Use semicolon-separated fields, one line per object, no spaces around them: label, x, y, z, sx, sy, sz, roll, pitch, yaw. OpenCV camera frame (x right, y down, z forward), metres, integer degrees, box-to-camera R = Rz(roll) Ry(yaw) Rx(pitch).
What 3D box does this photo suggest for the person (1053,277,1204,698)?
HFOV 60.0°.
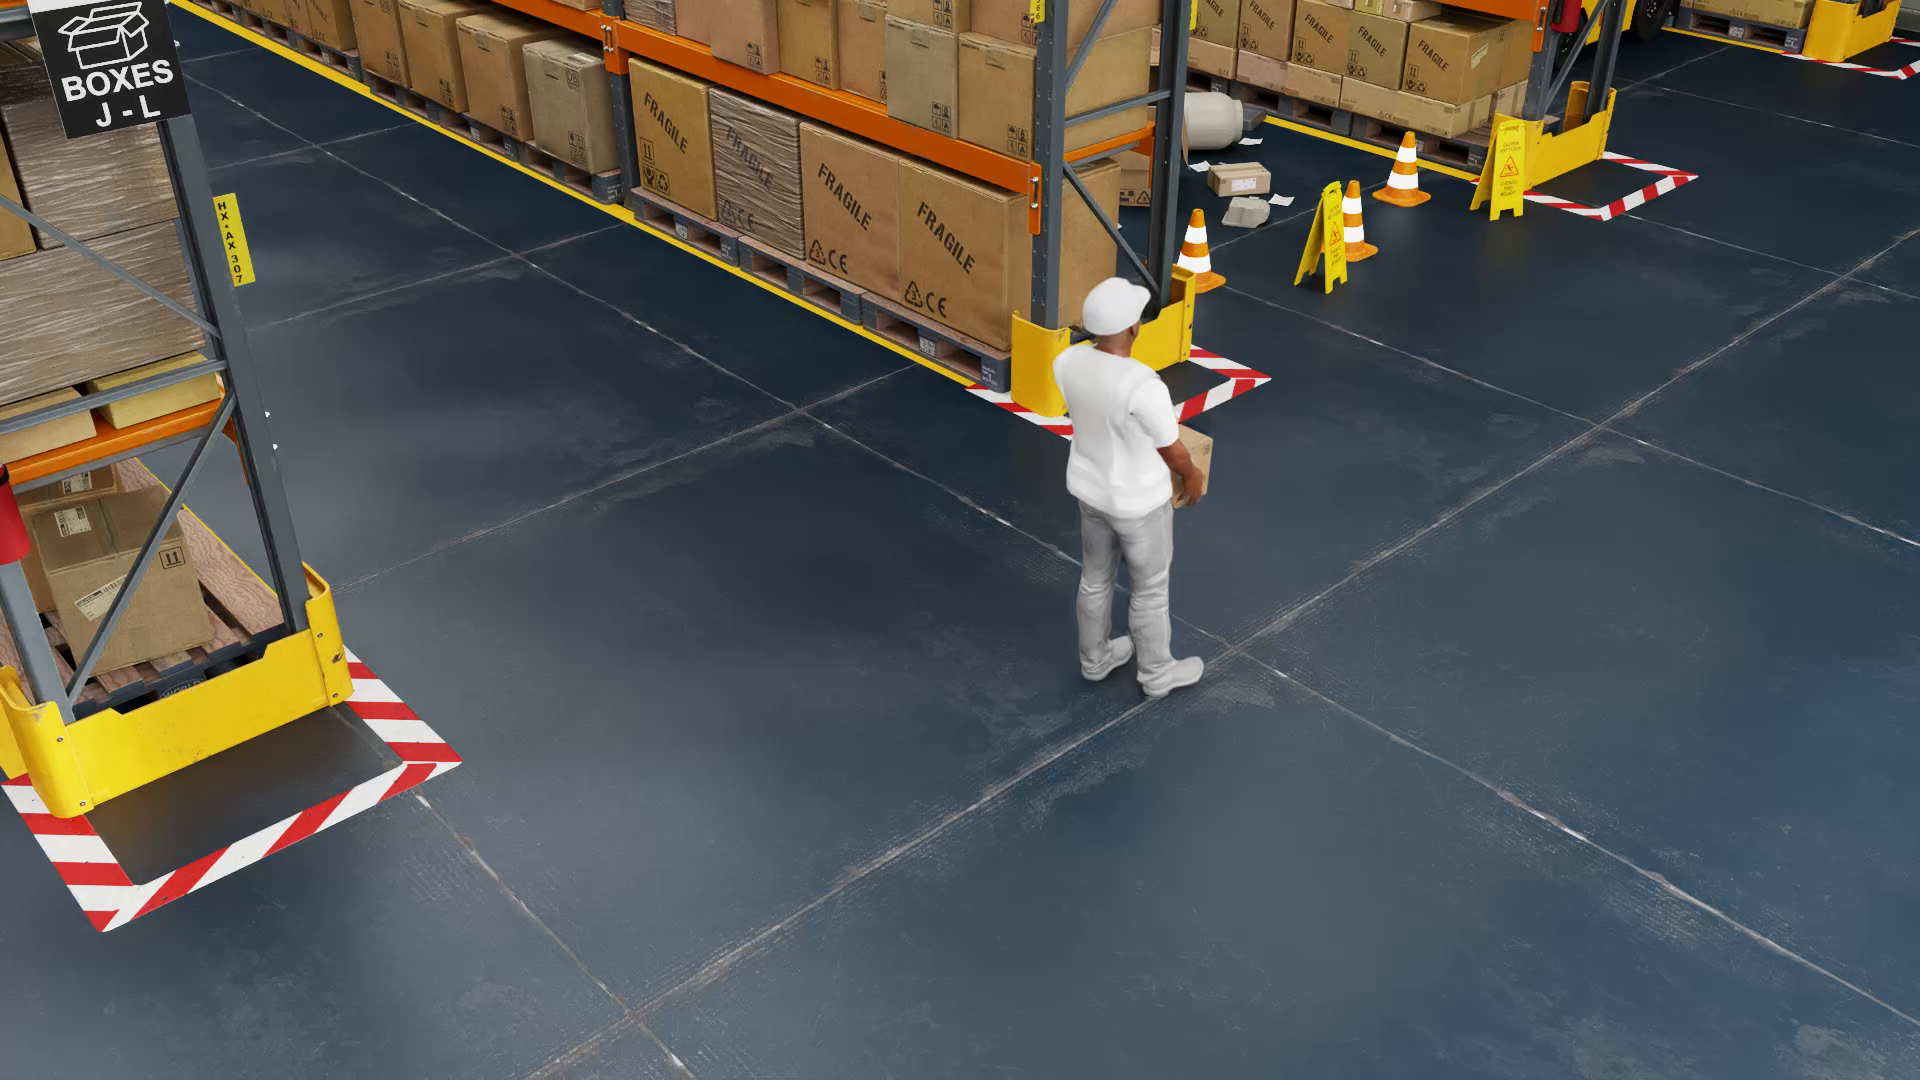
person;0.659;-0.210;6.445;0.529;1.772;0.564;-25;40;-35
